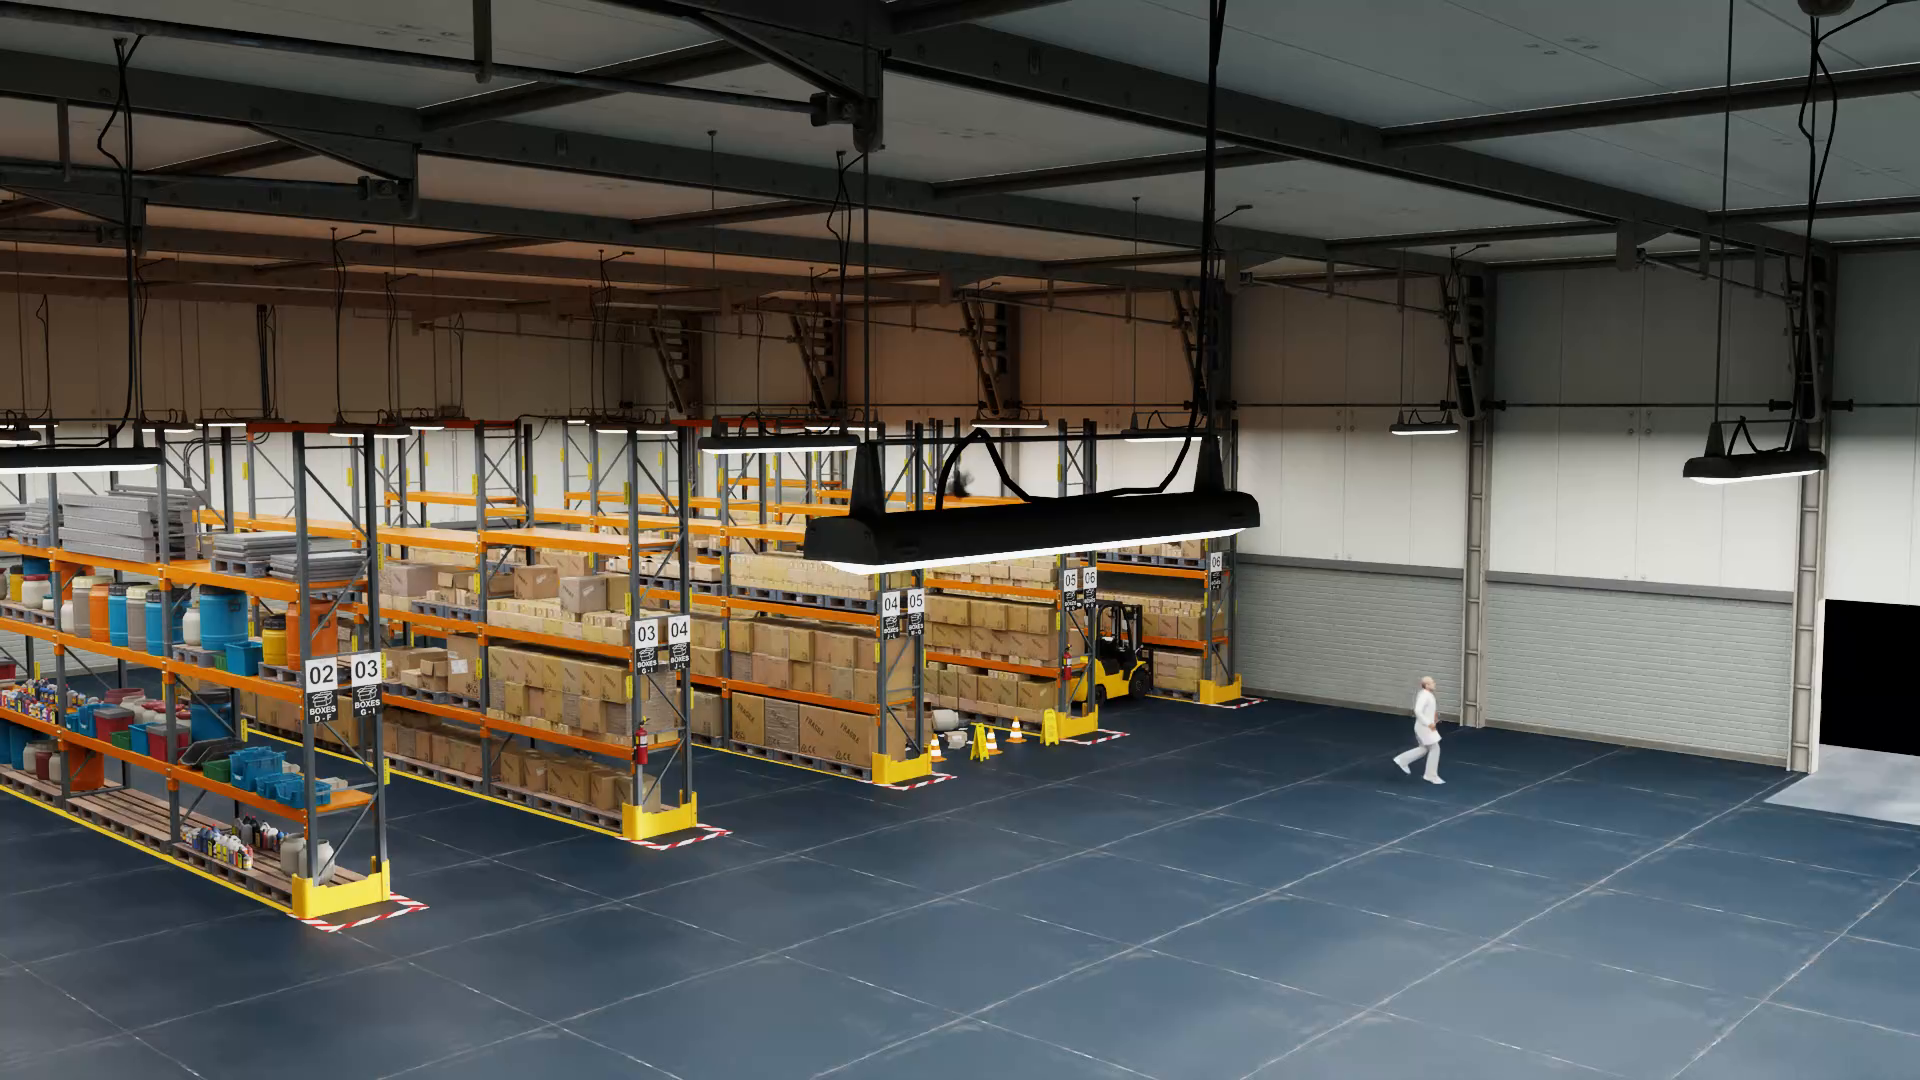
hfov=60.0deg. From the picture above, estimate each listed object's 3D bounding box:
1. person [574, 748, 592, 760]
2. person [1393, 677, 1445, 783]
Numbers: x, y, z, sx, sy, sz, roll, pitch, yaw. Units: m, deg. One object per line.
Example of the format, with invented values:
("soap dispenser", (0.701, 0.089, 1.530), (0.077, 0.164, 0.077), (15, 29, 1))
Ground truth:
("person", (-6.607, 3.131, 29.534), (0.636, 1.623, 0.532), (3, 6, 34))
("person", (7.718, 3.179, 27.895), (0.853, 1.806, 0.733), (1, 5, 13))
